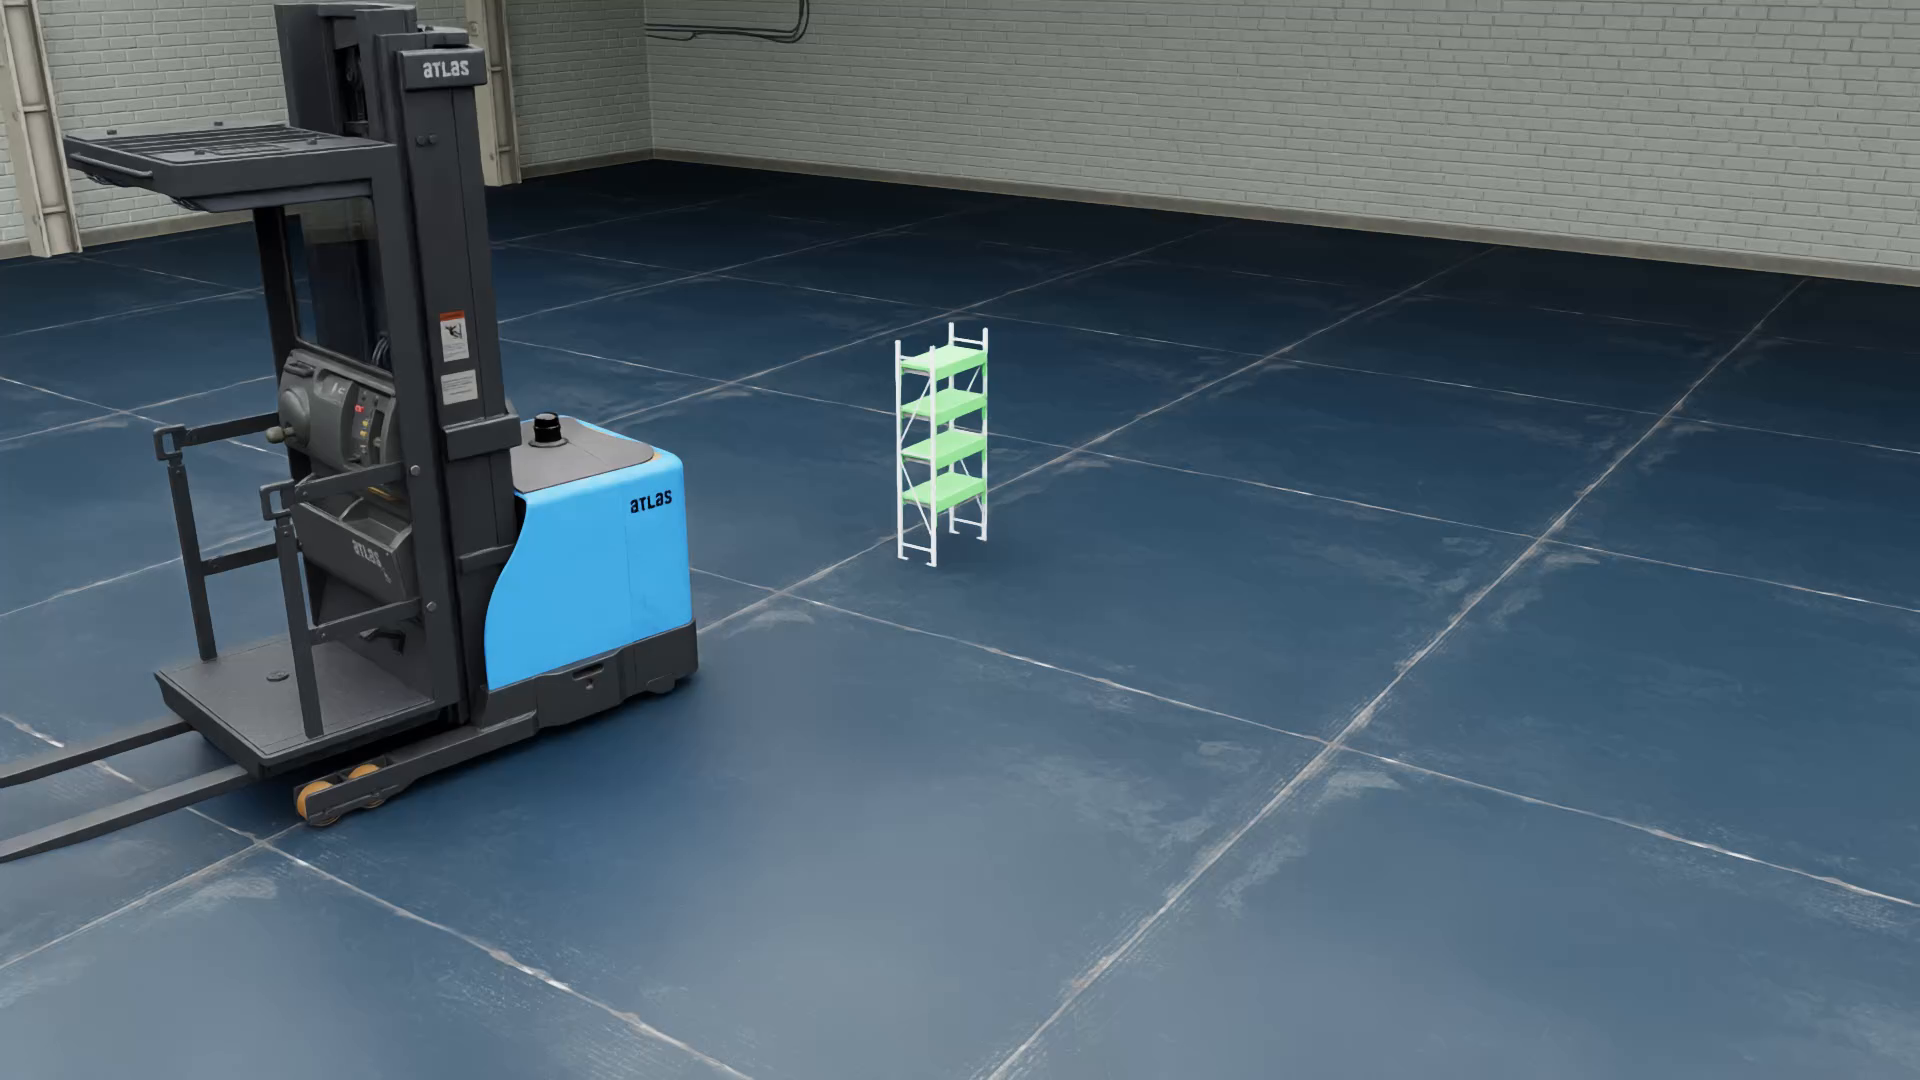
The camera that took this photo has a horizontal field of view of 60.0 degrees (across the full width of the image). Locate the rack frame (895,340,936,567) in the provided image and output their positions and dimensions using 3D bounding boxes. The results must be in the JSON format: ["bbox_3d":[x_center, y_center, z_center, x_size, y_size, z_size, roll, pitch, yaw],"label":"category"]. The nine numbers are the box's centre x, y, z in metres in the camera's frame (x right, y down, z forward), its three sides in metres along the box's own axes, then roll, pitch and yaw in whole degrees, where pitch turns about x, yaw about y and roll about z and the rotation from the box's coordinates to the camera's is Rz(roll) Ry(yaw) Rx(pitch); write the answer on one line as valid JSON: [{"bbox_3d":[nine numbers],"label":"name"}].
[{"bbox_3d":[-0.230,-0.445,8.739,0.240,1.200,0.015,13,24,32],"label":"rack frame"}]

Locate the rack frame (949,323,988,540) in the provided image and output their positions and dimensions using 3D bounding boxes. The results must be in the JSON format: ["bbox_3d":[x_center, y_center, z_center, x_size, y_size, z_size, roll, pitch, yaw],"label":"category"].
[{"bbox_3d":[0.044,-0.585,9.118,0.240,1.200,0.015,13,24,32],"label":"rack frame"}]

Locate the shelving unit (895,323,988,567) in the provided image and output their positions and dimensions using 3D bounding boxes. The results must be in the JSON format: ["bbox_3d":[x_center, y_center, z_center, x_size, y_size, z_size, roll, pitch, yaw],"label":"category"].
[{"bbox_3d":[-0.093,-0.515,8.928,0.258,1.200,0.503,13,24,32],"label":"shelving unit"}]

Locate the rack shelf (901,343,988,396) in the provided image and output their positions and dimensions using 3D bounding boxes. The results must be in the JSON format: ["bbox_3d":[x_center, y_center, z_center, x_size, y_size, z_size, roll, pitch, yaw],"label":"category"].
[{"bbox_3d":[-0.093,-0.906,8.784,0.258,0.148,0.480,13,24,32],"label":"rack shelf"}]

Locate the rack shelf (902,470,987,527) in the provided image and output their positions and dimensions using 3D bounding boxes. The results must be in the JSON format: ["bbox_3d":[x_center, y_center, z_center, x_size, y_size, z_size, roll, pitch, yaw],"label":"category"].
[{"bbox_3d":[-0.093,-0.230,9.034,0.258,0.148,0.480,13,24,32],"label":"rack shelf"}]

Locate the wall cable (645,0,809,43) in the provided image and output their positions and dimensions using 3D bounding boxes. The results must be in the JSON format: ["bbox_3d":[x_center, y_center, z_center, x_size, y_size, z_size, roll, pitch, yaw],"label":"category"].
[{"bbox_3d":[-3.303,-8.067,22.577,3.097,2.526,0.112,13,24,32],"label":"wall cable"}]

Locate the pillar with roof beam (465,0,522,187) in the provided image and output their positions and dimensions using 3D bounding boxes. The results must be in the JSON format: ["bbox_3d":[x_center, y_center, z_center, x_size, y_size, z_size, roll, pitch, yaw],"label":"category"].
[{"bbox_3d":[-2.493,-8.096,18.181,9.100,9.000,0.400,13,24,32],"label":"pillar with roof beam"}]

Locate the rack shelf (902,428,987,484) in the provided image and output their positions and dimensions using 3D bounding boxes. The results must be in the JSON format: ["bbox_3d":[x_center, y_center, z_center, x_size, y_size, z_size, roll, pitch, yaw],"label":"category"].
[{"bbox_3d":[-0.093,-0.455,8.951,0.258,0.148,0.480,13,24,32],"label":"rack shelf"}]

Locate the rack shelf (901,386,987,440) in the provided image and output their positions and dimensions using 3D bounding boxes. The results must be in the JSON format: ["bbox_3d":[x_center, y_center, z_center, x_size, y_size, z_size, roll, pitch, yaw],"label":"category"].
[{"bbox_3d":[-0.093,-0.680,8.867,0.258,0.148,0.480,13,24,32],"label":"rack shelf"}]

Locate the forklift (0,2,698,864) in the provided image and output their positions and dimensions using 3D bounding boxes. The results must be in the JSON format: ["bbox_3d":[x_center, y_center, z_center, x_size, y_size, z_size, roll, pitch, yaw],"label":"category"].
[{"bbox_3d":[-2.581,-0.489,6.362,3.031,2.935,1.130,-19,27,-41],"label":"forklift"}]

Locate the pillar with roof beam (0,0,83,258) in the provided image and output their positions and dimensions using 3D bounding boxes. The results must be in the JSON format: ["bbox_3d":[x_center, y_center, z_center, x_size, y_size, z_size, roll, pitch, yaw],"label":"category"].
[{"bbox_3d":[-5.866,-6.374,13.527,9.100,9.000,0.400,13,24,32],"label":"pillar with roof beam"}]
